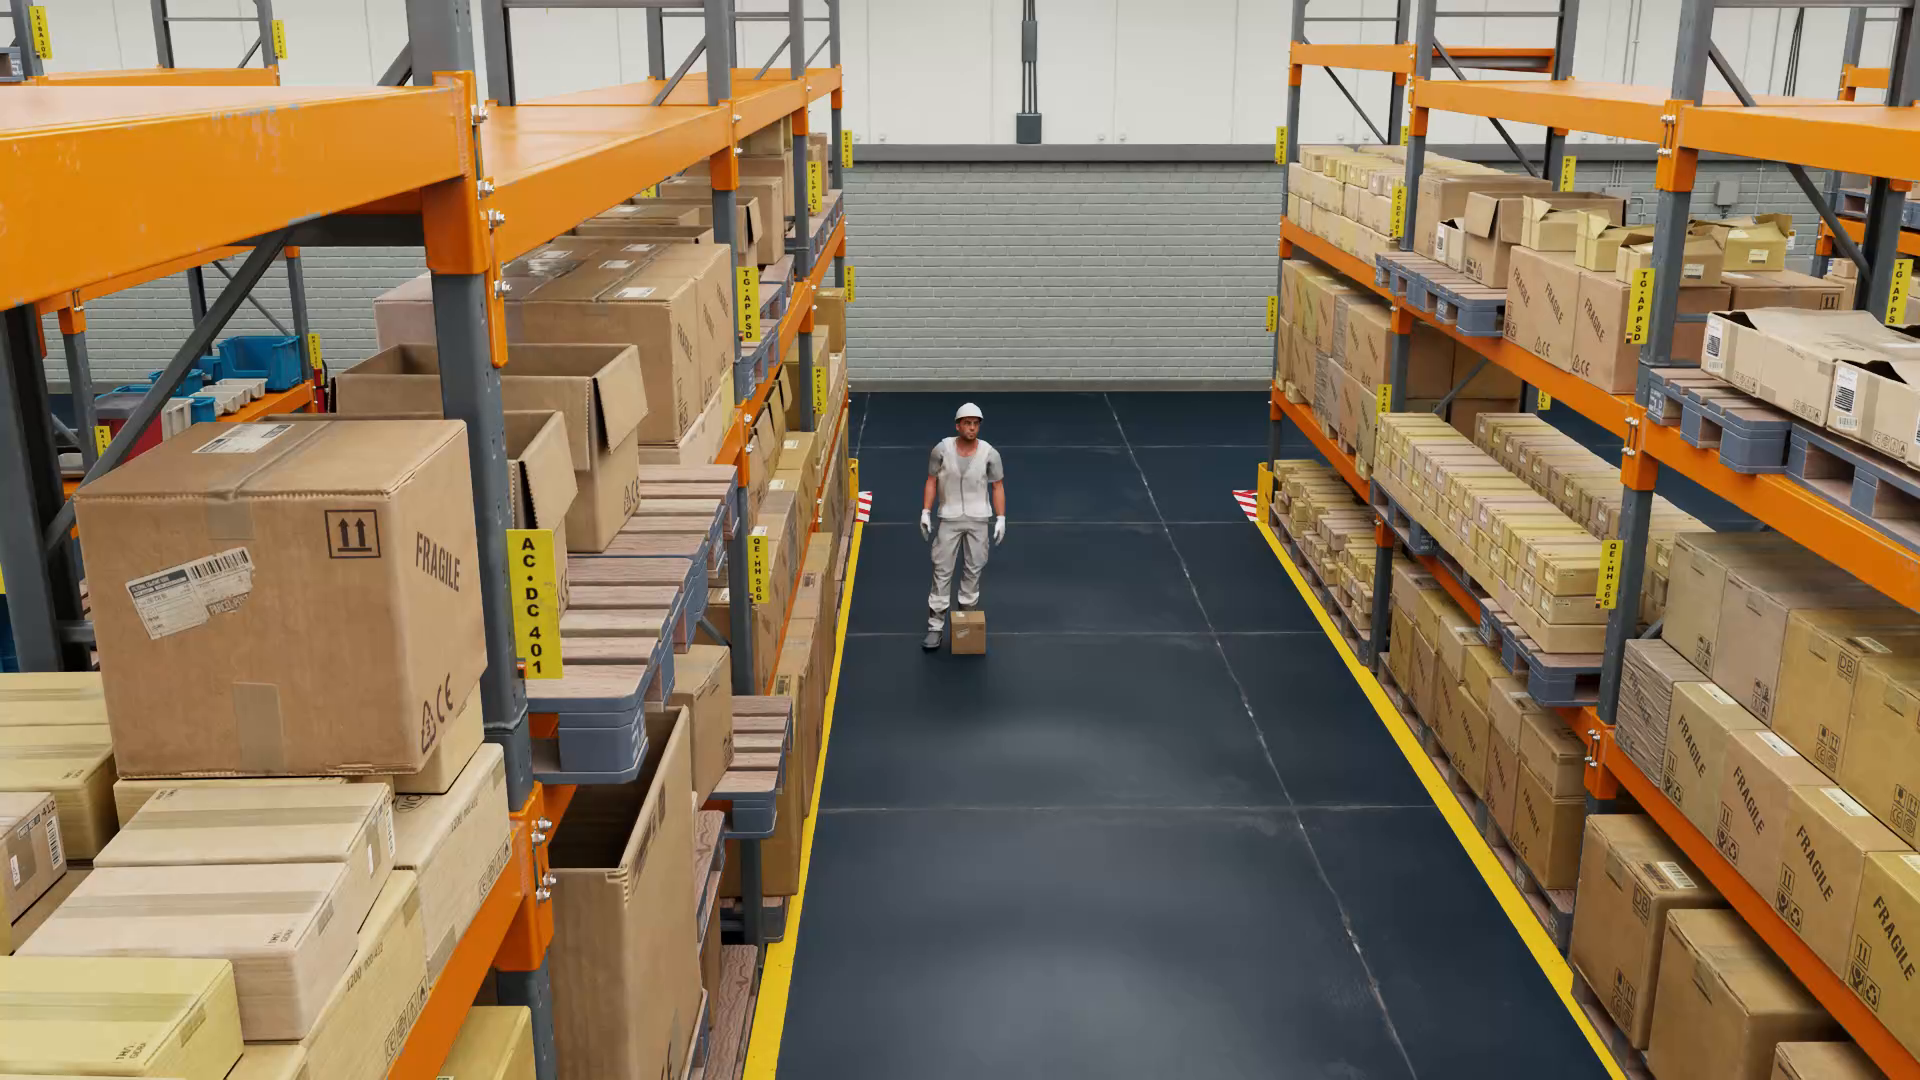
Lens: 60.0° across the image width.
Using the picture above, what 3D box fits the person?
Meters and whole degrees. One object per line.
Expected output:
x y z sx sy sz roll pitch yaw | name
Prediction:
0.022 -0.110 12.333 0.638 1.788 0.563 0 17 -1 | person
